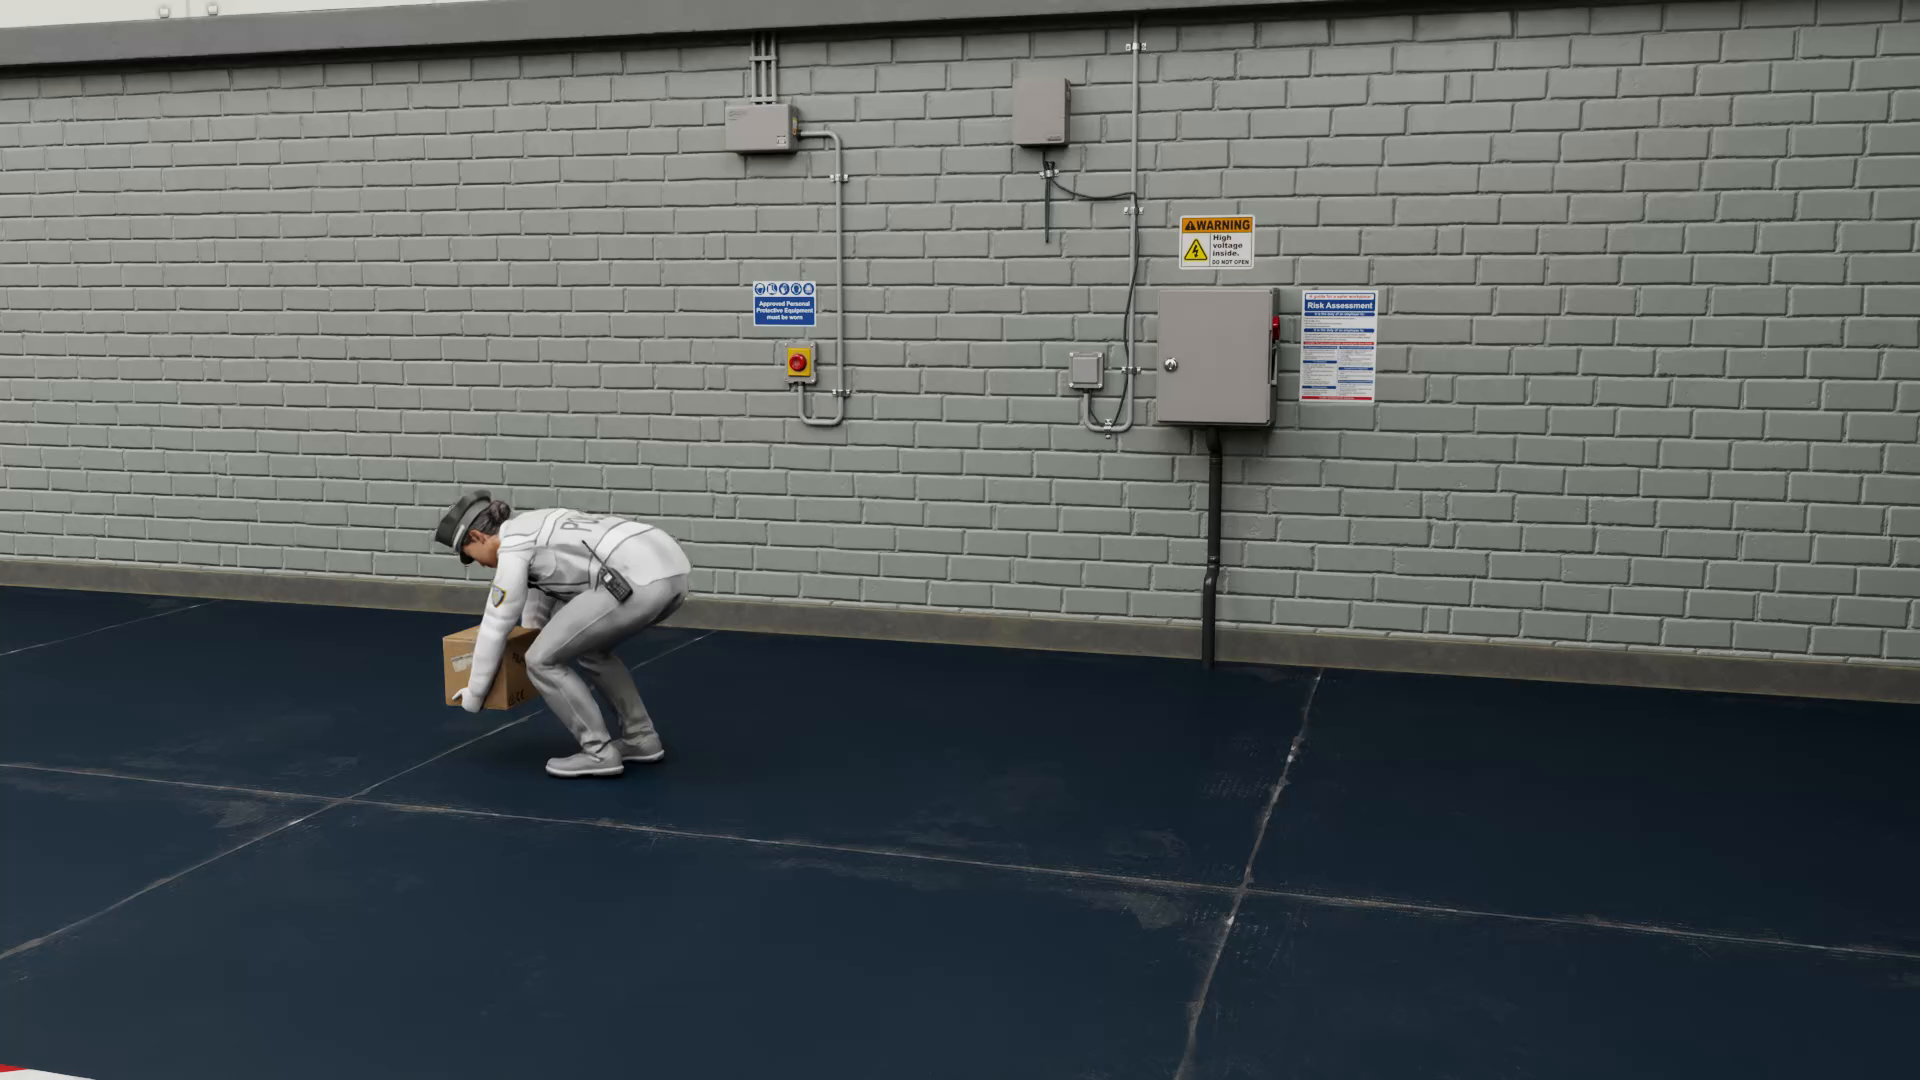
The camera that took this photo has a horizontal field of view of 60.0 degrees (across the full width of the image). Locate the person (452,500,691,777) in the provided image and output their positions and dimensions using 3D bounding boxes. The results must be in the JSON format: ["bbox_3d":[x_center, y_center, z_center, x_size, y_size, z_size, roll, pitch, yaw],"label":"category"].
[{"bbox_3d":[-1.387,0.342,5.936,0.863,0.963,0.454,2,9,13],"label":"person"}]
